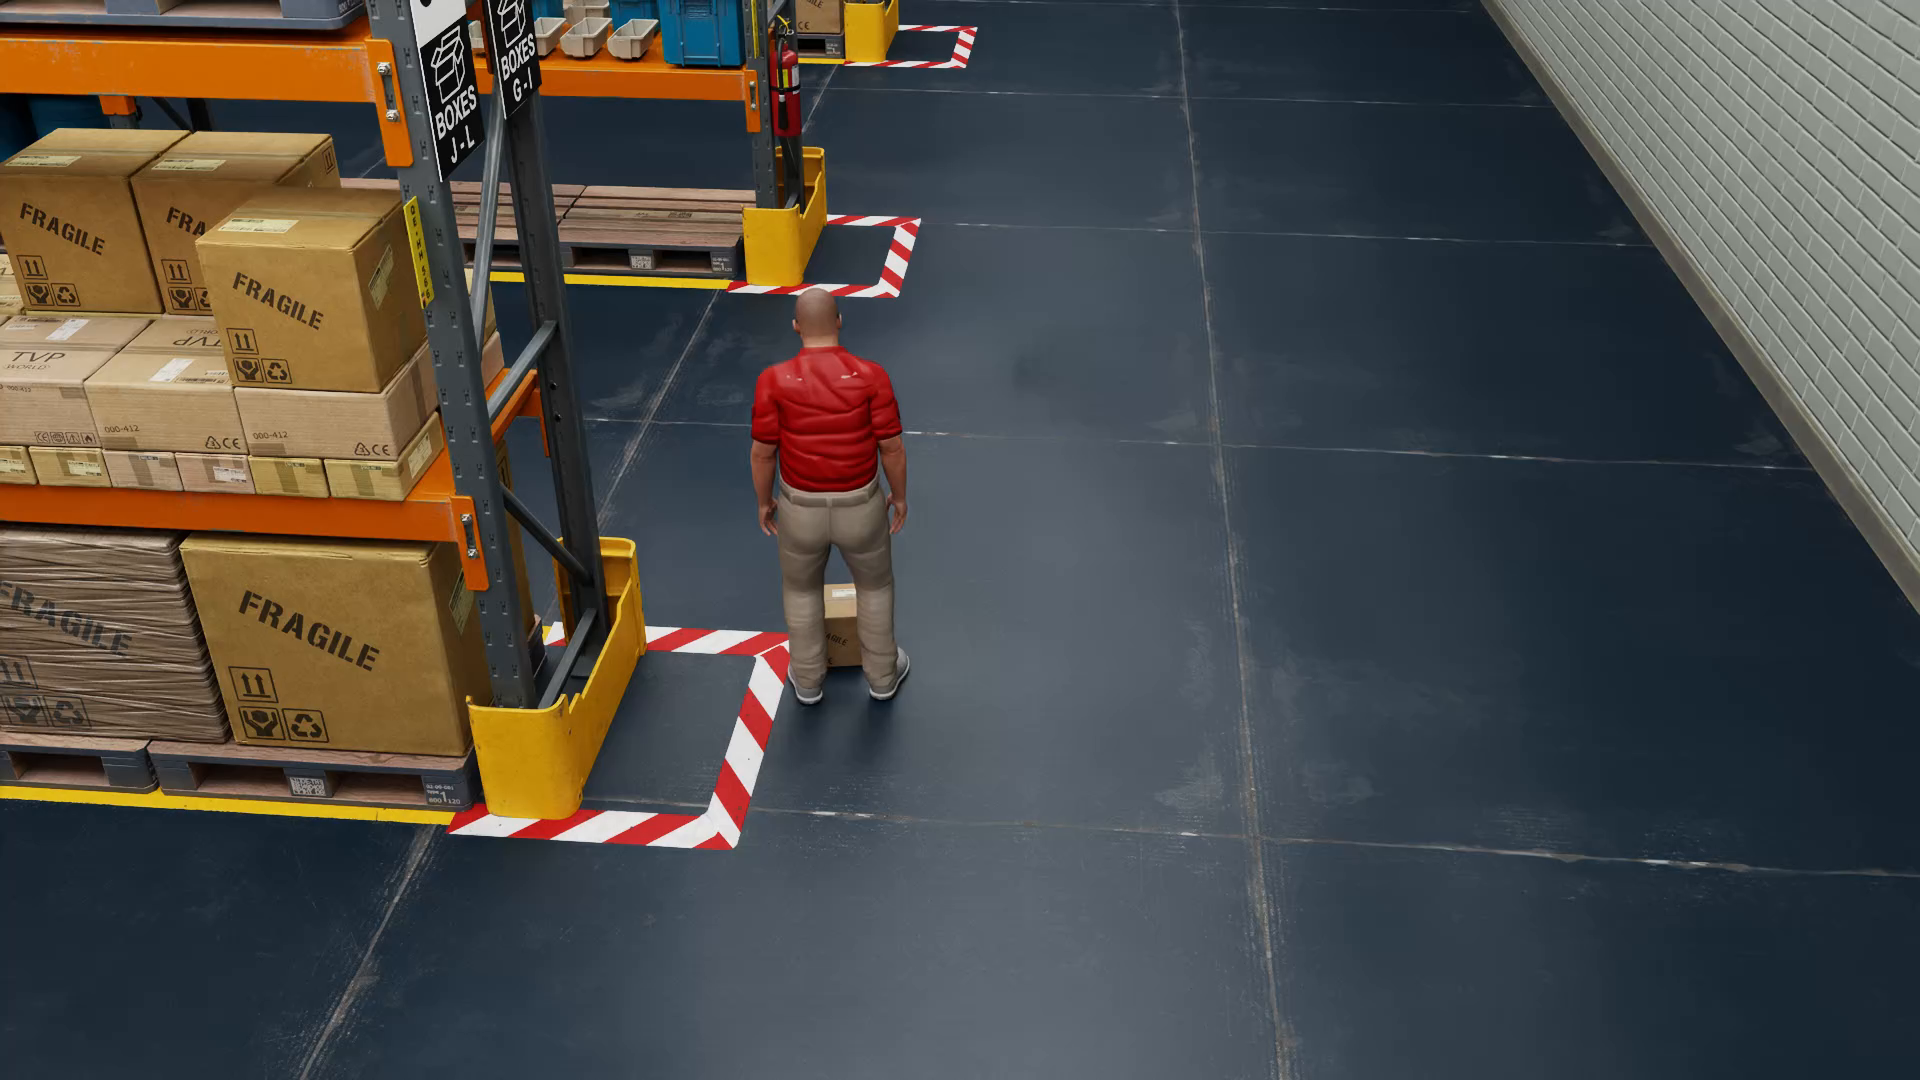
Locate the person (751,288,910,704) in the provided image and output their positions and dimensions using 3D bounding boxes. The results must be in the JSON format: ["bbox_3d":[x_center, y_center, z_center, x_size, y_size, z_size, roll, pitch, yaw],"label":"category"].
[{"bbox_3d":[-0.491,-0.136,6.369,0.583,1.726,0.397,-2,32,-3],"label":"person"}]
